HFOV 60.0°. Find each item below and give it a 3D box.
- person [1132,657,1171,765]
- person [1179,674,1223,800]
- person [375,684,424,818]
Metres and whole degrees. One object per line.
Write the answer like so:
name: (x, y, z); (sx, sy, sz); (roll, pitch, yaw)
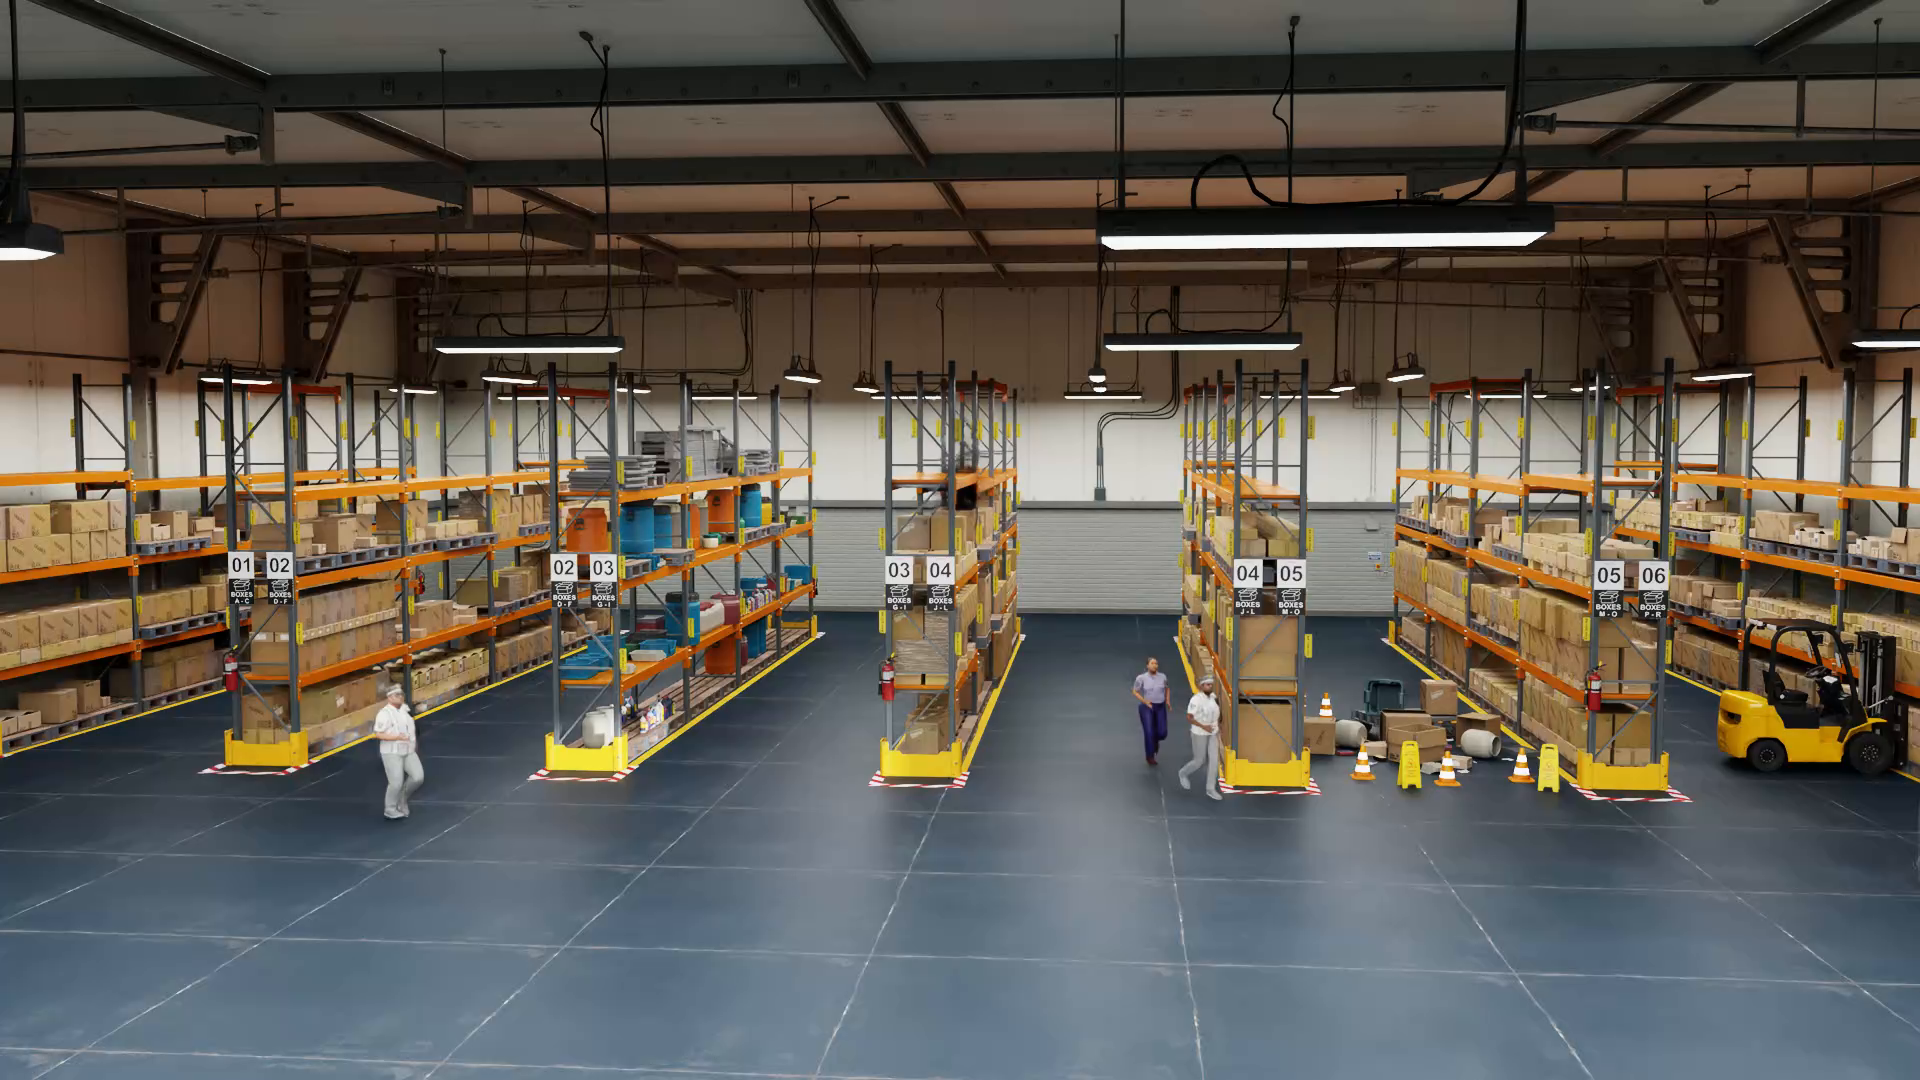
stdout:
person: (2.891, 2.554, 24.949); (0.609, 1.606, 0.552); (-1, 4, -11)
person: (3.340, 2.671, 22.820); (0.601, 1.699, 0.769); (-2, 4, -31)
person: (-7.165, 2.722, 21.370); (0.621, 1.764, 0.648); (2, 4, 32)
